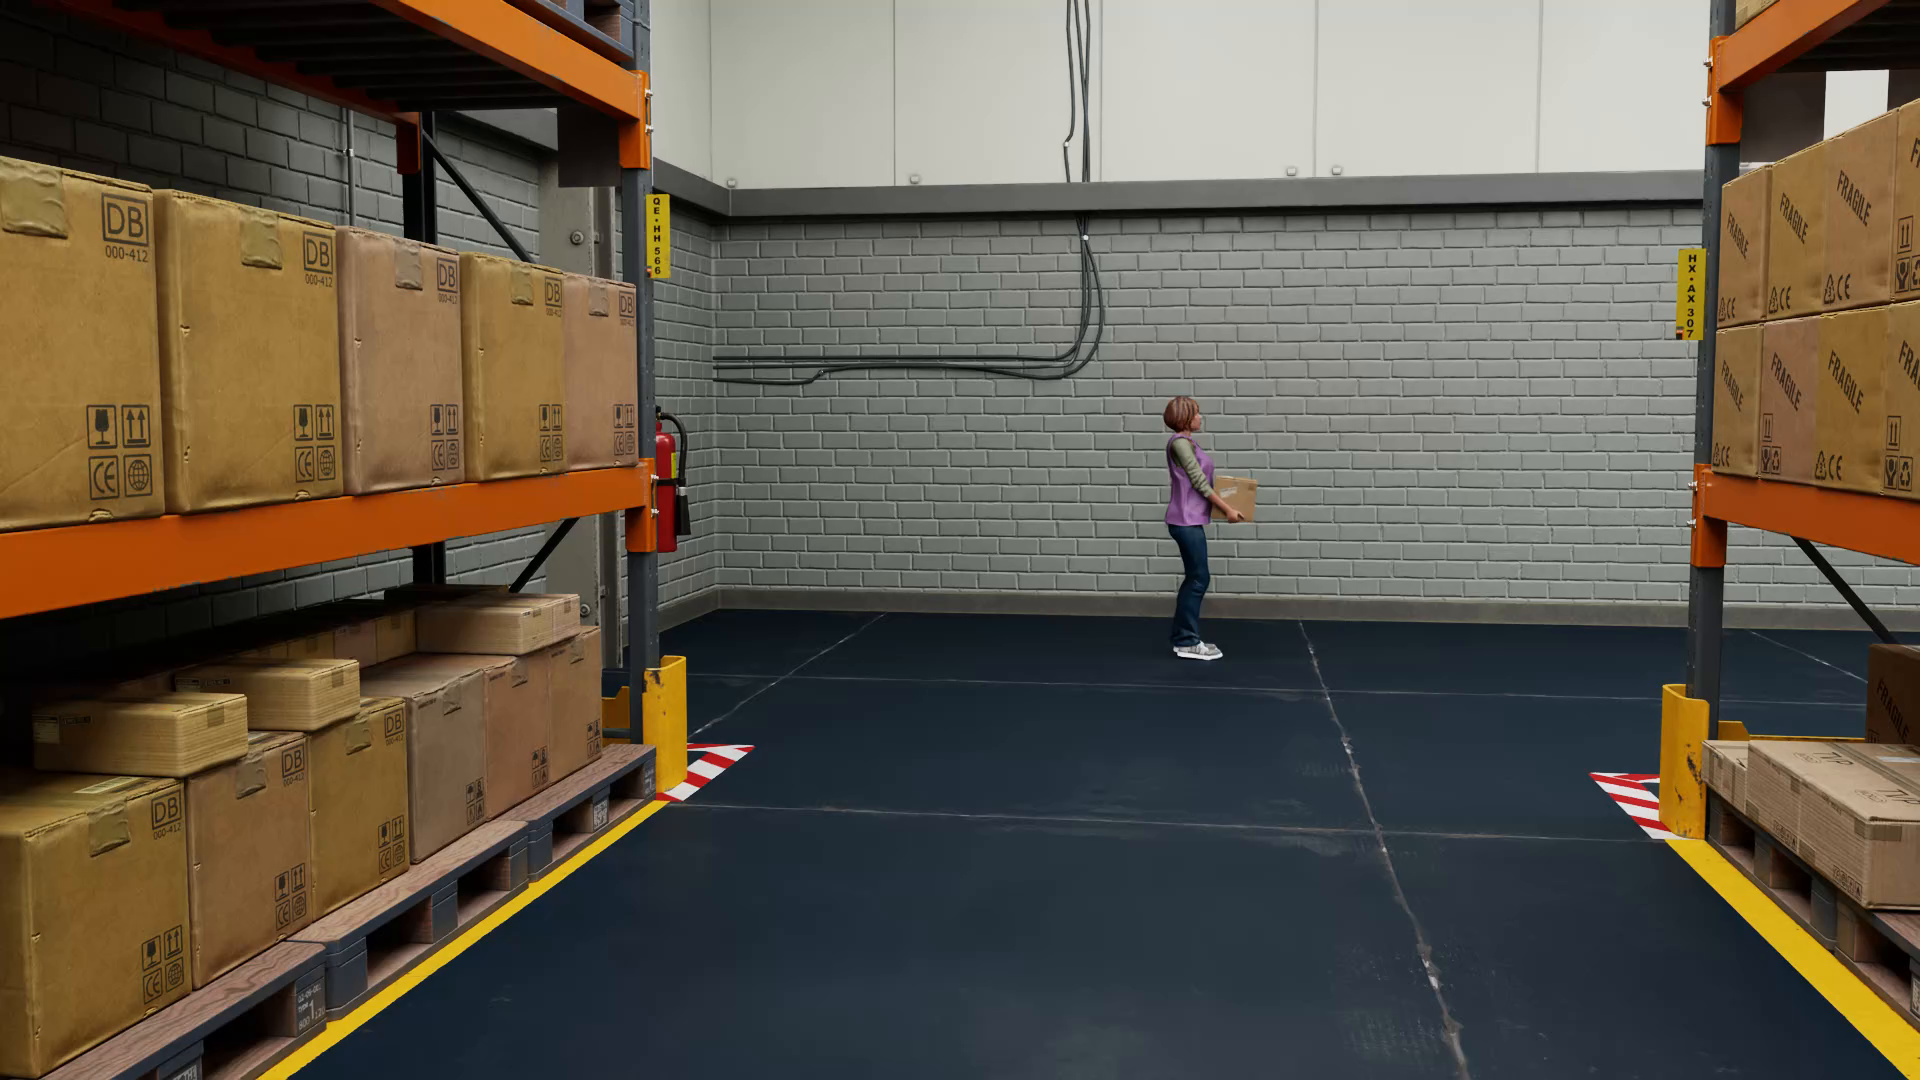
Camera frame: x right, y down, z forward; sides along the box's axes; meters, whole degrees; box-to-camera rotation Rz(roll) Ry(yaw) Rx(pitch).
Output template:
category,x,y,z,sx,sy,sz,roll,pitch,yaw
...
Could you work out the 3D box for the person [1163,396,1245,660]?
category,x,y,z,sx,sy,sz,roll,pitch,yaw
person,1.480,-0.078,10.110,0.492,1.588,0.406,1,5,9
